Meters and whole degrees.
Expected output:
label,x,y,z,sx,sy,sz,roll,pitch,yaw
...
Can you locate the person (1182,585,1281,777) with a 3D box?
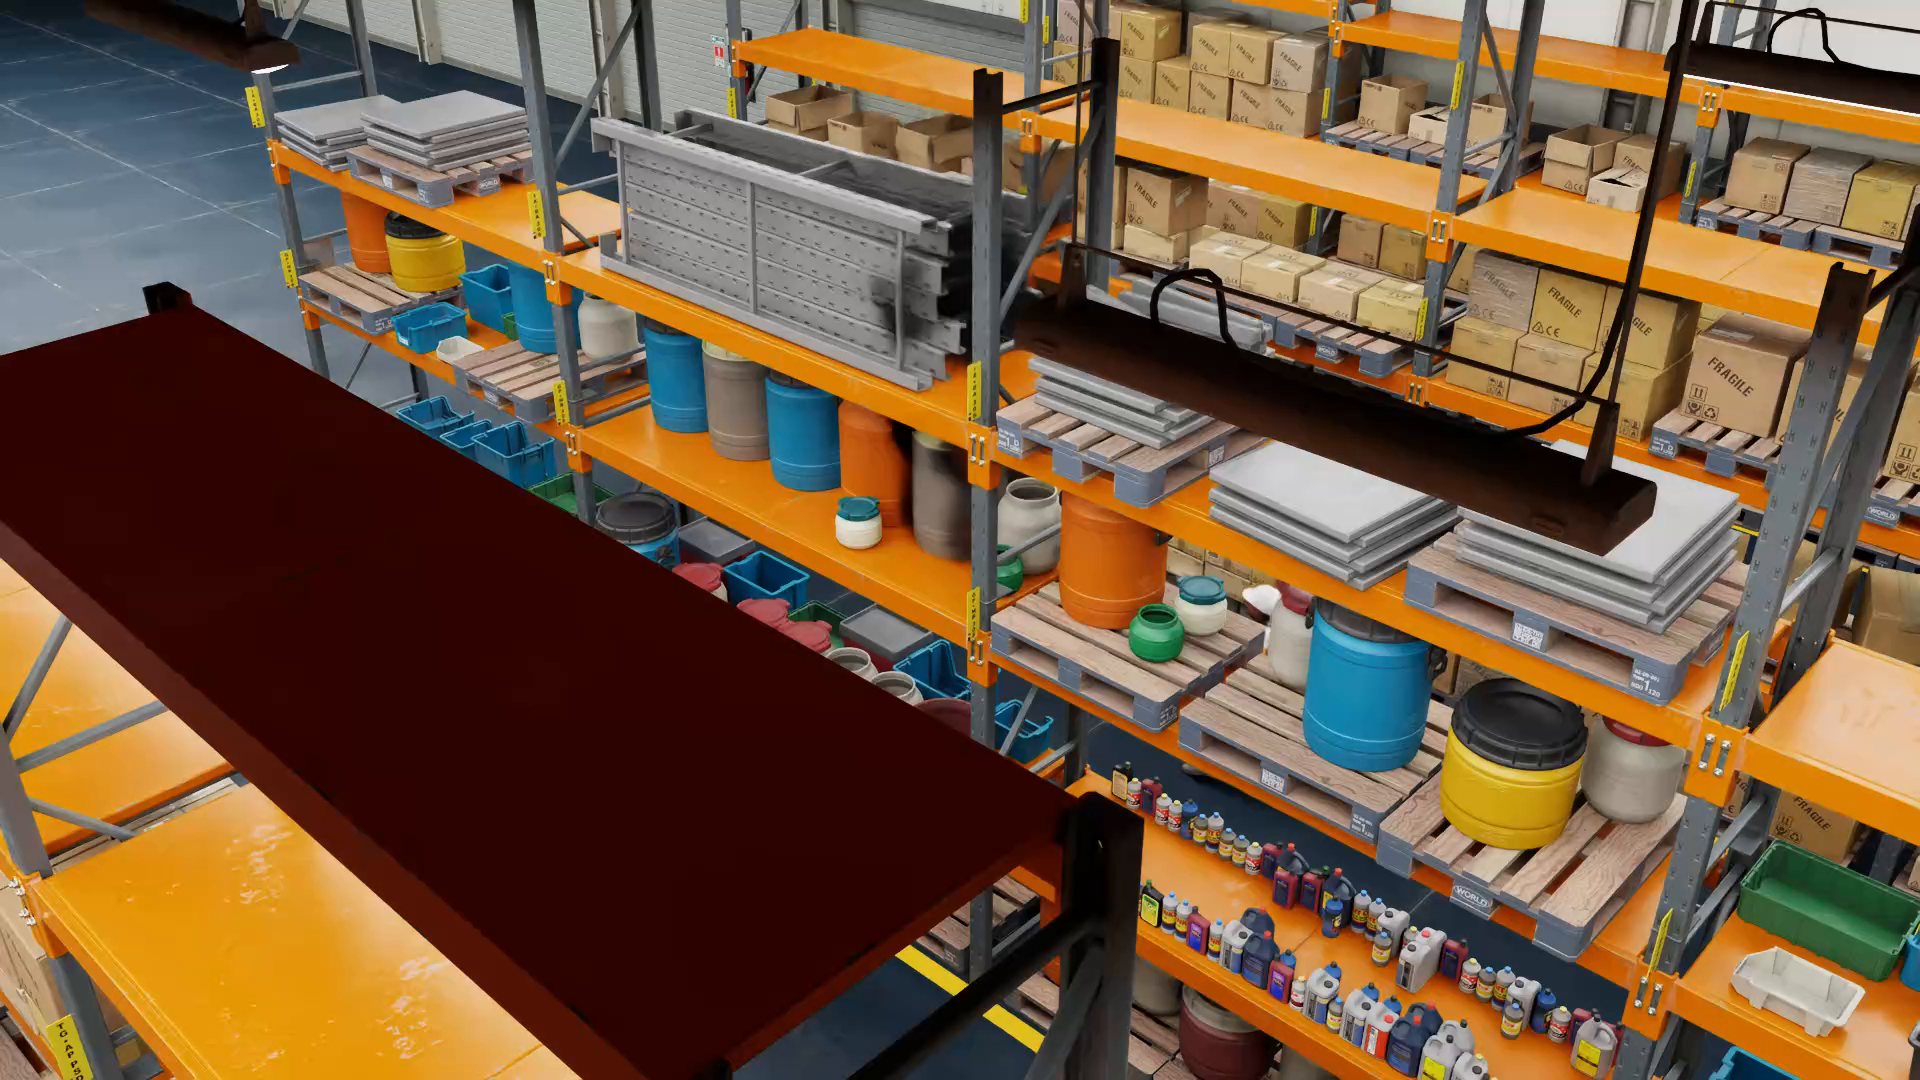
label,x,y,z,sx,sy,sz,roll,pitch,yaw
person,2.182,1.103,12.423,0.950,1.774,0.657,17,33,27
